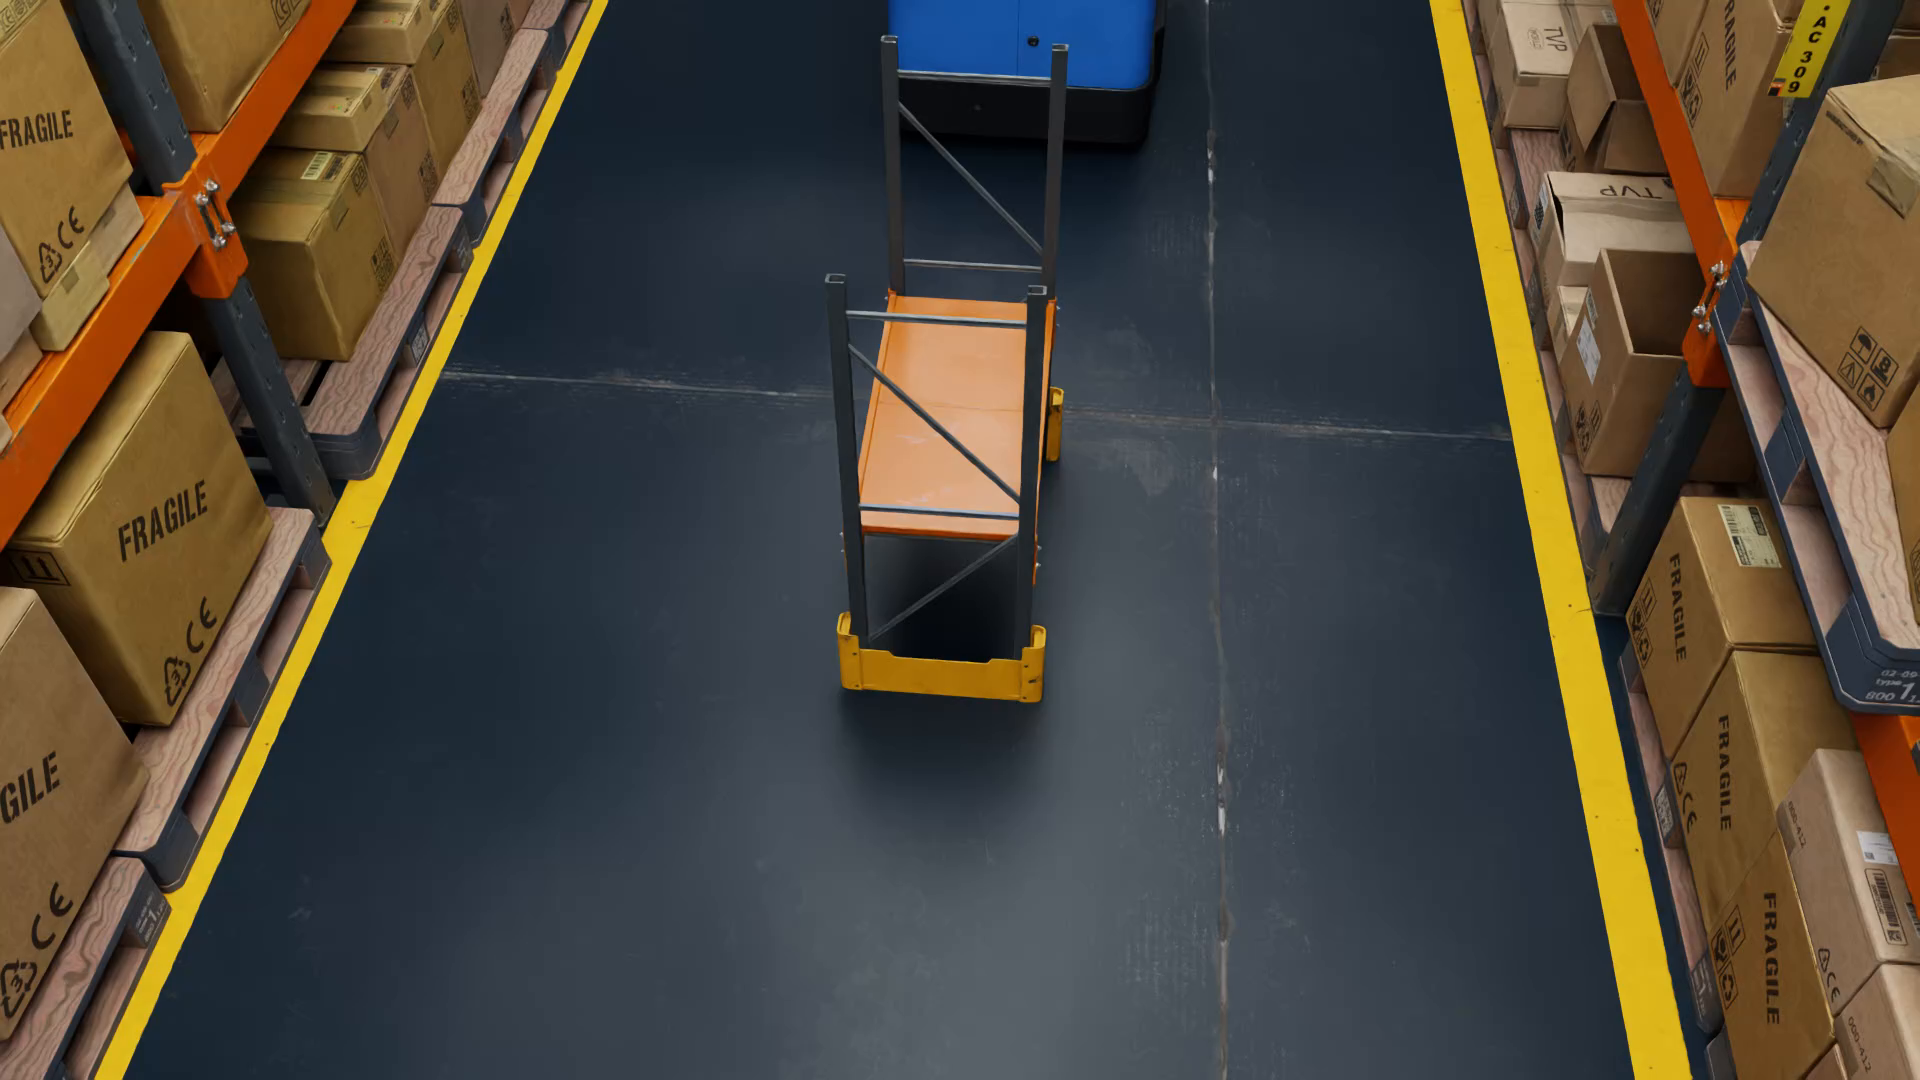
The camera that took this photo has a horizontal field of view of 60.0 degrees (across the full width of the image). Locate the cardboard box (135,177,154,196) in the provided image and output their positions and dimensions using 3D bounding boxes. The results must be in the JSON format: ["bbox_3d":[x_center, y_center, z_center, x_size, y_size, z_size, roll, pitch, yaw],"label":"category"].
[{"bbox_3d":[-2.552,-1.090,5.184,0.380,0.149,0.250,4,48,3],"label":"cardboard box"}]

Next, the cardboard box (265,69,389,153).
[{"bbox_3d":[-2.128,-1.422,5.488,0.380,0.149,0.250,5,48,5],"label":"cardboard box"}]

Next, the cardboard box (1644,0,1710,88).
[{"bbox_3d":[2.258,-1.590,4.604,0.500,0.500,0.500,5,48,5],"label":"cardboard box"}]

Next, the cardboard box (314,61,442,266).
[{"bbox_3d":[-2.292,-1.333,5.846,0.700,0.500,0.500,3,48,3],"label":"cardboard box"}]

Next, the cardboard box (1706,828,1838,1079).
[{"bbox_3d":[2.045,1.001,3.698,0.500,0.500,0.500,4,48,4],"label":"cardboard box"}]

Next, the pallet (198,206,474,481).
[{"bbox_3d":[-2.364,-0.736,5.780,1.003,0.211,1.213,4,48,4],"label":"pallet"}]

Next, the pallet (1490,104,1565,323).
[{"bbox_3d":[2.595,-1.255,6.255,1.003,0.211,1.213,4,48,4],"label":"pallet"}]

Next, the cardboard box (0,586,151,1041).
[{"bbox_3d":[-2.519,0.600,3.841,0.750,0.750,0.750,5,48,5],"label":"cardboard box"}]

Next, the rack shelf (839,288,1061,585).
[{"bbox_3d":[-0.008,-0.322,4.772,0.538,0.185,1.000,4,48,4],"label":"rack shelf"}]

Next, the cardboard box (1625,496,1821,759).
[{"bbox_3d":[2.136,0.241,4.392,0.500,0.500,0.500,2,48,2],"label":"cardboard box"}]

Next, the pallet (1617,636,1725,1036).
[{"bbox_3d":[2.386,0.748,4.423,1.003,0.211,1.213,4,48,4],"label":"pallet"}]

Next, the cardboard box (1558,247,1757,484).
[{"bbox_3d":[2.192,-0.536,5.103,0.500,0.500,0.500,4,48,4],"label":"cardboard box"}]

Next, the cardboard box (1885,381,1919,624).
[{"bbox_3d":[2.157,-0.126,2.980,0.700,0.500,0.500,11,48,10],"label":"cardboard box"}]

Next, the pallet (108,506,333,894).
[{"bbox_3d":[-2.506,0.390,4.750,1.003,0.211,1.213,4,48,4],"label":"pallet"}]

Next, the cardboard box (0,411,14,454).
[{"bbox_3d":[-2.293,-0.205,3.562,0.380,0.149,0.250,4,48,4],"label":"cardboard box"}]

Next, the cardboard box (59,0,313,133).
[{"bbox_3d":[-2.445,-1.622,4.498,0.980,0.700,0.700,5,48,4],"label":"cardboard box"}]

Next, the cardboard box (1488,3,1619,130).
[{"bbox_3d":[2.364,-1.838,6.463,0.500,0.250,0.500,4,48,4],"label":"cardboard box"}]

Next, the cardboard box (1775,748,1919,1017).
[{"bbox_3d":[2.045,0.723,3.444,0.500,0.250,0.500,4,48,4],"label":"cardboard box"}]

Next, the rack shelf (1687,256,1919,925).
[{"bbox_3d":[2.240,0.919,2.864,1.077,0.370,4.000,4,48,4],"label":"rack shelf"}]

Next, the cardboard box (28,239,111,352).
[{"bbox_3d":[-2.259,-0.591,3.914,0.380,0.149,0.250,5,48,4],"label":"cardboard box"}]

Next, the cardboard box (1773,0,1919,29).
[{"bbox_3d":[2.211,-1.553,3.892,0.500,0.500,0.500,4,48,4],"label":"cardboard box"}]

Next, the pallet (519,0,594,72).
[{"bbox_3d":[-2.141,-2.529,7.420,1.003,0.211,1.213,4,48,4],"label":"pallet"}]

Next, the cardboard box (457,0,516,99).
[{"bbox_3d":[-2.201,-2.102,6.550,0.700,0.500,0.500,2,48,2],"label":"cardboard box"}]

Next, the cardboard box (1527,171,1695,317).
[{"bbox_3d":[2.260,-1.023,5.677,0.500,0.311,0.500,4,48,4],"label":"cardboard box"}]

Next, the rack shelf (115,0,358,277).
[{"bbox_3d":[-2.329,-2.350,5.854,1.077,0.370,4.000,4,48,4],"label":"rack shelf"}]

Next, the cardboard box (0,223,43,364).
[{"bbox_3d":[-2.339,-0.533,3.421,0.500,0.500,0.500,4,48,4],"label":"cardboard box"}]

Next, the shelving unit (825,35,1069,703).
[{"bbox_3d":[-0.007,-0.450,4.645,0.587,1.500,1.083,4,48,4],"label":"shelving unit"}]

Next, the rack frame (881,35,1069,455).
[{"bbox_3d":[0.039,-0.817,4.981,0.500,1.500,0.032,4,48,4],"label":"rack frame"}]

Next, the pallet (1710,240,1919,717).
[{"bbox_3d":[2.241,-0.148,3.483,1.003,0.211,1.213,4,48,4],"label":"pallet"}]

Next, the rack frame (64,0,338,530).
[{"bbox_3d":[-2.511,-1.123,4.245,1.000,3.000,0.127,4,48,4],"label":"rack frame"}]

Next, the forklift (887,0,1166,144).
[{"bbox_3d":[0.376,-3.654,6.606,1.130,2.935,3.031,4,48,4],"label":"forklift"}]

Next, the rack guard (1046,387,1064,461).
[{"bbox_3d":[0.038,-0.394,5.441,0.587,0.250,0.087,4,48,4],"label":"rack guard"}]
